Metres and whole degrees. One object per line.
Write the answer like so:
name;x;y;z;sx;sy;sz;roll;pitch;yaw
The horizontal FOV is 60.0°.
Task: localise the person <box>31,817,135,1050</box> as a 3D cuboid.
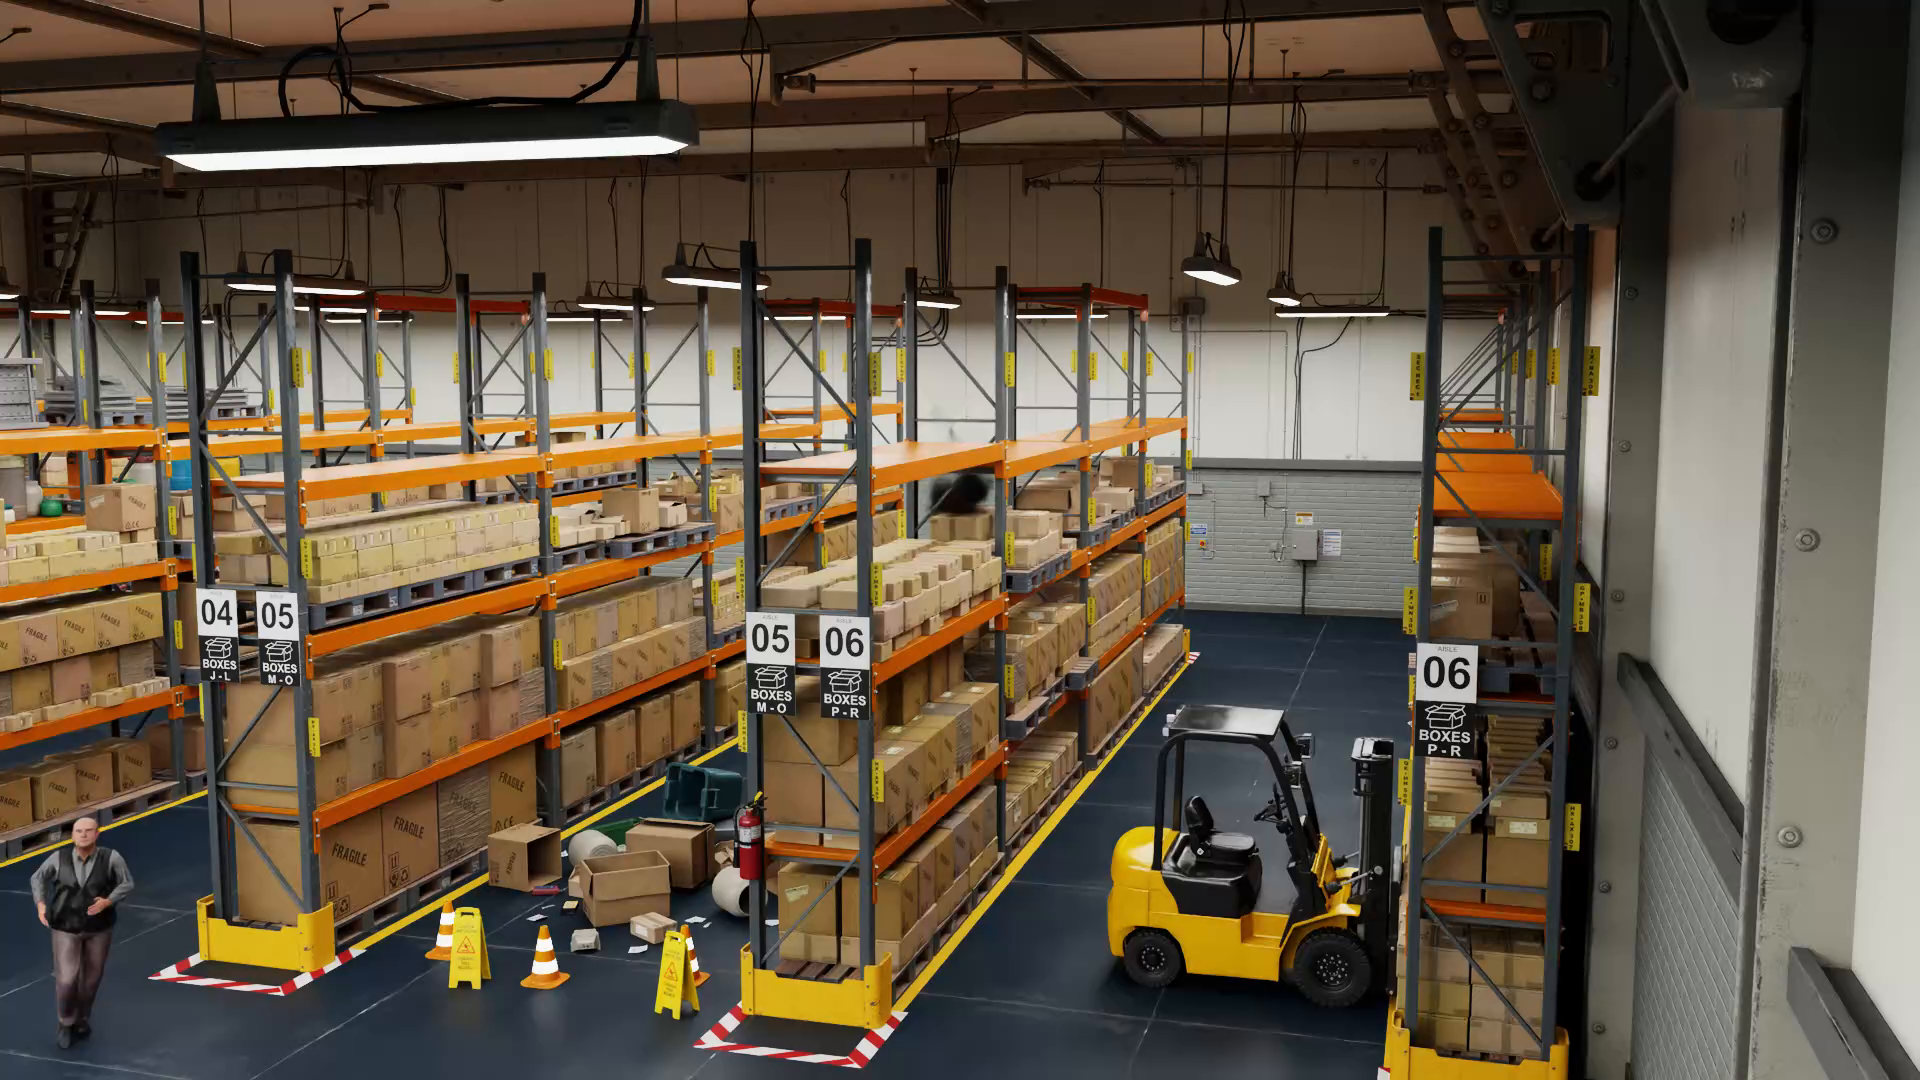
person;-6.556;2.938;12.478;0.686;1.736;0.620;-4;7;-29
